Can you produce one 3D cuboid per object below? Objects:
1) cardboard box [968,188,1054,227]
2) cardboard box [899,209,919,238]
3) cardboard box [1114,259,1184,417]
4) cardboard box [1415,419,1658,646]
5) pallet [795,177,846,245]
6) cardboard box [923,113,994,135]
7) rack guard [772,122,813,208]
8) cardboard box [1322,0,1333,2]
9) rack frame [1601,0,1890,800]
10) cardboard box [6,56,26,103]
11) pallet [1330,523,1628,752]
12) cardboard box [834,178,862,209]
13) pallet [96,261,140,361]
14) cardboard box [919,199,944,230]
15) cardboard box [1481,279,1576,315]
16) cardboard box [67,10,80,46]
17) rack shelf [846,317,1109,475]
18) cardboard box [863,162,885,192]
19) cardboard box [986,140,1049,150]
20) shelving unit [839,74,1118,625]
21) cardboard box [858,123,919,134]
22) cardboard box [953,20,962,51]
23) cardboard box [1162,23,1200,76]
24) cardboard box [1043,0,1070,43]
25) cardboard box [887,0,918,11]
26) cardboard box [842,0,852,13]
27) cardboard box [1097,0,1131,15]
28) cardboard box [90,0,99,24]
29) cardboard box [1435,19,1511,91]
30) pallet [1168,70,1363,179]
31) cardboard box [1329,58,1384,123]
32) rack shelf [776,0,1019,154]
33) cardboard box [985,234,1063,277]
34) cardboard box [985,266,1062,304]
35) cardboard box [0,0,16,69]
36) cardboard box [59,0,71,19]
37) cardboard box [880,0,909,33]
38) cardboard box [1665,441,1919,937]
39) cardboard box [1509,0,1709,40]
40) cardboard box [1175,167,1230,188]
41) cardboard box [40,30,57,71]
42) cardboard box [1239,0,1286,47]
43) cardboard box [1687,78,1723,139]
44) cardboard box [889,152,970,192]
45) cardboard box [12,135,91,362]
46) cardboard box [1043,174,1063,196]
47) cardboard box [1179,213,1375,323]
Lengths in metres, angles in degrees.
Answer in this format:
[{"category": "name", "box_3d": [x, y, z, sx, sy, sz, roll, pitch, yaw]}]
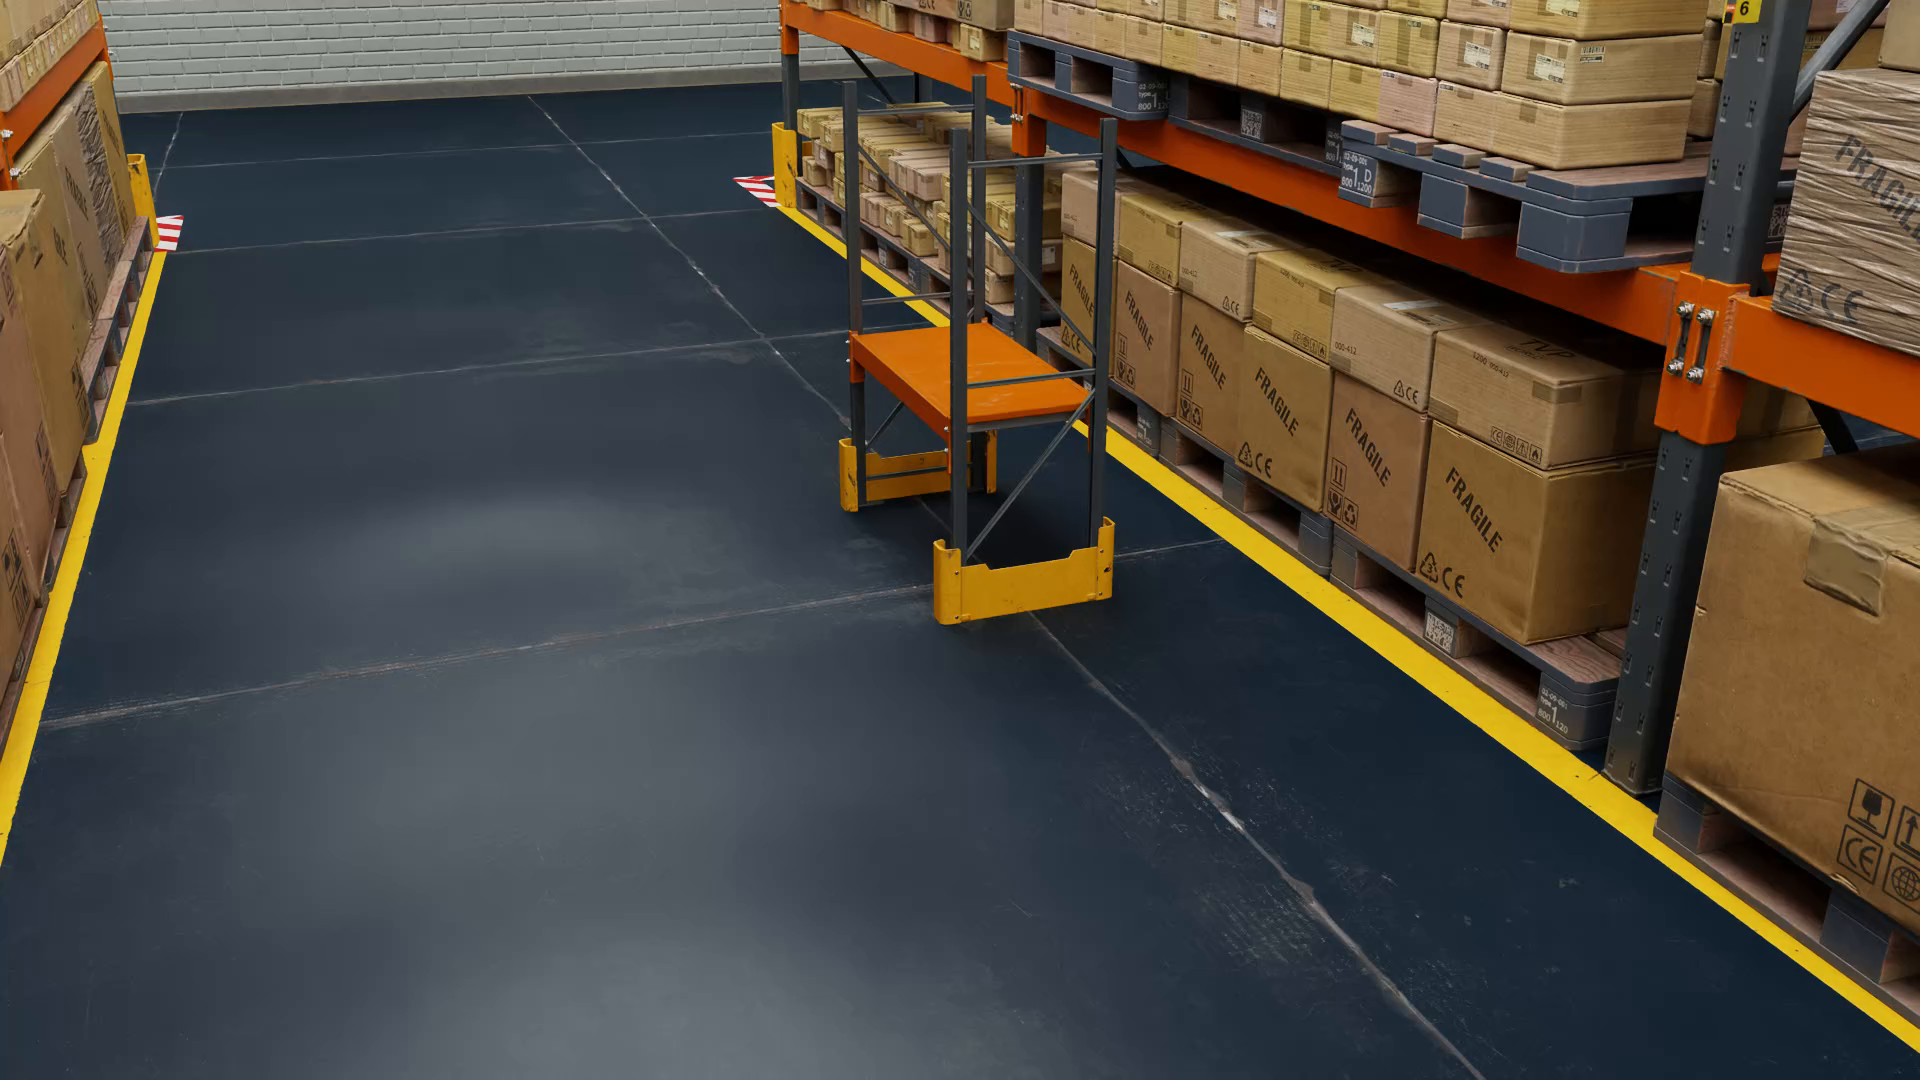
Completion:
[{"category": "cardboard box", "box_3d": [0.239, -1.607, 8.064, 0.380, 0.149, 0.250, -8, 24, -18]}, {"category": "cardboard box", "box_3d": [-0.117, -1.728, 9.117, 0.380, 0.149, 0.250, -8, 24, -18]}, {"category": "cardboard box", "box_3d": [0.937, -0.817, 6.503, 0.500, 0.500, 0.500, -7, 24, -17]}, {"category": "cardboard box", "box_3d": [1.671, -0.063, 4.716, 0.500, 0.500, 0.500, -8, 24, -19]}, {"category": "pallet", "box_3d": [-0.397, -2.113, 10.491, 1.003, 0.211, 1.213, -8, 24, -19]}, {"category": "cardboard box", "box_3d": [-0.008, -2.546, 10.292, 0.380, 0.149, 0.250, -9, 24, -20]}, {"category": "rack guard", "box_3d": [-0.651, -2.546, 11.147, 1.175, 0.500, 0.348, -8, 24, -19]}, {"category": "cardboard box", "box_3d": [1.190, -1.657, 4.837, 0.380, 0.149, 0.250, -8, 24, -19]}, {"category": "rack frame", "box_3d": [2.148, -0.819, 3.830, 1.000, 3.000, 0.127, -8, 24, -19]}, {"category": "cardboard box", "box_3d": [-3.827, -1.761, 6.389, 0.380, 0.149, 0.250, -9, 25, -21]}, {"category": "pallet", "box_3d": [1.874, 0.182, 5.046, 1.003, 0.211, 1.213, -8, 24, -19]}, {"category": "cardboard box", "box_3d": [-0.541, -2.090, 9.976, 0.380, 0.149, 0.250, -8, 24, -18]}, {"category": "pallet", "box_3d": [-4.571, -1.074, 8.027, 1.003, 0.211, 1.213, -8, 24, -19]}, {"category": "cardboard box", "box_3d": [0.003, -1.746, 8.777, 0.380, 0.149, 0.250, -8, 24, -18]}, {"category": "cardboard box", "box_3d": [1.952, -0.674, 5.199, 0.500, 0.250, 0.500, -9, 24, -20]}, {"category": "cardboard box", "box_3d": [-4.558, -2.511, 8.168, 0.380, 0.149, 0.250, -9, 24, -20]}, {"category": "rack shelf", "box_3d": [0.030, -0.494, 5.455, 0.538, 0.185, 1.000, -8, 24, -19]}, {"category": "cardboard box", "box_3d": [-0.348, -2.141, 9.715, 0.380, 0.149, 0.250, -10, 25, -22]}, {"category": "cardboard box", "box_3d": [0.279, -2.151, 9.355, 0.380, 0.149, 0.250, -8, 24, -19]}, {"category": "shelving unit", "box_3d": [0.027, -0.663, 5.393, 0.587, 1.500, 1.083, -8, 24, -19]}, {"category": "cardboard box", "box_3d": [-0.466, -2.371, 9.877, 0.380, 0.149, 0.250, -10, 25, -22]}, {"category": "cardboard box", "box_3d": [0.184, -2.412, 7.934, 0.380, 0.149, 0.250, -7, 24, -17]}, {"category": "cardboard box", "box_3d": [0.910, -1.670, 5.632, 0.380, 0.149, 0.250, -9, 24, -20]}, {"category": "cardboard box", "box_3d": [0.548, -2.044, 6.519, 0.380, 0.149, 0.250, -8, 24, -18]}, {"category": "cardboard box", "box_3d": [-0.057, -2.962, 8.403, 0.500, 0.500, 0.500, -8, 24, -19]}, {"category": "cardboard box", "box_3d": [-0.477, -3.180, 9.755, 0.380, 0.149, 0.250, -7, 24, -17]}, {"category": "cardboard box", "box_3d": [0.722, -1.998, 6.029, 0.380, 0.149, 0.250, -9, 25, -21]}, {"category": "cardboard box", "box_3d": [-4.920, -2.882, 9.048, 0.380, 0.149, 0.250, -8, 24, -18]}, {"category": "cardboard box", "box_3d": [1.452, -1.247, 4.247, 0.380, 0.149, 0.250, -7, 24, -17]}, {"category": "pallet", "box_3d": [1.411, -1.444, 5.560, 1.003, 0.211, 1.213, -8, 24, -19]}, {"category": "cardboard box", "box_3d": [1.282, -1.287, 4.725, 0.380, 0.149, 0.250, -9, 24, -20]}, {"category": "rack shelf", "box_3d": [0.029, -2.667, 9.142, 1.077, 0.370, 4.000, -8, 24, -19]}, {"category": "cardboard box", "box_3d": [0.327, -1.360, 7.861, 0.380, 0.149, 0.250, -8, 24, -18]}, {"category": "cardboard box", "box_3d": [0.278, -1.247, 7.978, 0.380, 0.149, 0.250, -8, 24, -18]}, {"category": "cardboard box", "box_3d": [-3.862, -1.903, 6.212, 0.500, 0.250, 0.500, -9, 24, -20]}, {"category": "cardboard box", "box_3d": [-4.575, -2.641, 7.963, 0.500, 0.250, 0.500, -9, 25, -21]}, {"category": "cardboard box", "box_3d": [-0.204, -2.786, 8.821, 0.380, 0.149, 0.250, -8, 24, -18]}, {"category": "cardboard box", "box_3d": [2.279, 0.258, 3.631, 1.050, 0.750, 0.750, -9, 24, -20]}, {"category": "cardboard box", "box_3d": [1.546, -1.286, 3.955, 0.380, 0.149, 0.250, -9, 25, -21]}, {"category": "cardboard box", "box_3d": [1.235, -1.423, 6.977, 0.500, 0.250, 0.500, -9, 24, -20]}, {"category": "cardboard box", "box_3d": [-4.192, -2.136, 7.280, 0.380, 0.149, 0.250, -8, 24, -18]}, {"category": "cardboard box", "box_3d": [1.090, -1.619, 5.128, 0.380, 0.149, 0.250, -8, 24, -18]}, {"category": "cardboard box", "box_3d": [2.084, -1.184, 4.480, 0.380, 0.149, 0.250, -7, 24, -16]}, {"category": "cardboard box", "box_3d": [-0.163, -1.983, 8.957, 0.380, 0.149, 0.250, -9, 25, -21]}, {"category": "cardboard box", "box_3d": [-4.099, -1.093, 6.677, 0.875, 0.875, 0.875, -8, 24, -19]}, {"category": "cardboard box", "box_3d": [0.630, -1.773, 8.458, 0.380, 0.149, 0.250, -9, 24, -20]}, {"category": "cardboard box", "box_3d": [1.116, -0.975, 5.914, 0.500, 0.250, 0.500, -7, 24, -17]}]
